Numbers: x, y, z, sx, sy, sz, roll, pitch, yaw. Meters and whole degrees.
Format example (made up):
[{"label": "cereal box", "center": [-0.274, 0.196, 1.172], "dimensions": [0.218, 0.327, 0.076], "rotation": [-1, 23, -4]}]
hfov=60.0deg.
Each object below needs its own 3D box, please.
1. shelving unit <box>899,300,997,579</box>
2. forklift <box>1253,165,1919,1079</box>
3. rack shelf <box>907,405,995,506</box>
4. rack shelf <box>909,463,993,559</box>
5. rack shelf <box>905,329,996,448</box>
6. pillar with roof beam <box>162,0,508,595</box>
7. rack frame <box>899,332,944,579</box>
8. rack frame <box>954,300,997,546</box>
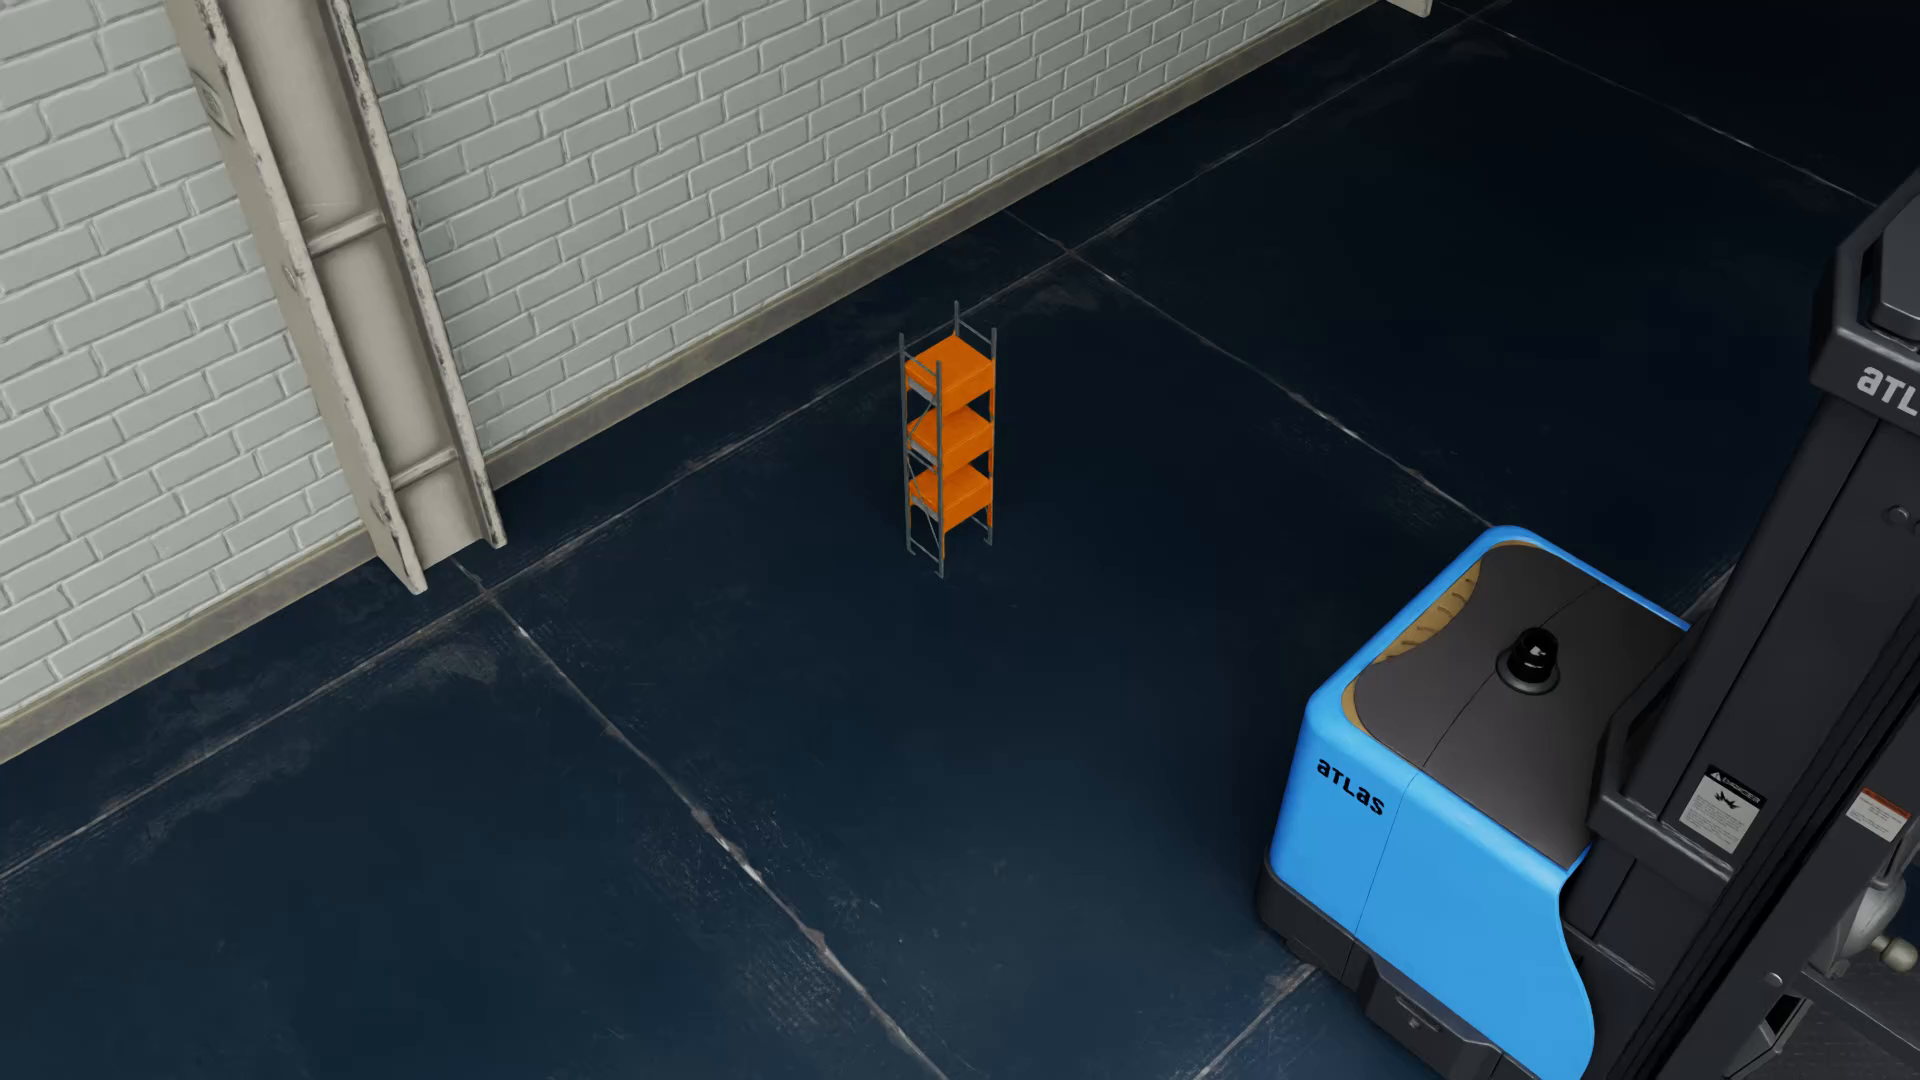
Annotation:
[{"label": "shelving unit", "center": [-0.040, -0.330, 5.840], "dimensions": [0.252, 1.050, 0.215], "rotation": [-34, 56, -27]}, {"label": "forklift", "center": [2.306, 0.677, 3.631], "dimensions": [3.031, 2.935, 1.130], "rotation": [36, 57, 28]}, {"label": "rack shelf", "center": [-0.040, -0.322, 5.848], "dimensions": [0.240, 0.259, 0.215], "rotation": [-34, 56, -27]}, {"label": "rack shelf", "center": [-0.040, -0.134, 6.052], "dimensions": [0.240, 0.259, 0.215], "rotation": [-34, 56, -27]}, {"label": "rack shelf", "center": [-0.040, -0.515, 5.639], "dimensions": [0.240, 0.259, 0.215], "rotation": [-34, 56, -27]}, {"label": "pillar with roof beam", "center": [0.953, -0.688, 0.762], "dimensions": [0.400, 9.000, 9.100], "rotation": [-34, 56, -27]}, {"label": "rack frame", "center": [-0.130, -0.269, 5.784], "dimensions": [0.008, 1.050, 0.200], "rotation": [-34, 56, -27]}, {"label": "rack frame", "center": [0.051, -0.390, 5.895], "dimensions": [0.008, 1.050, 0.200], "rotation": [-34, 56, -27]}]
